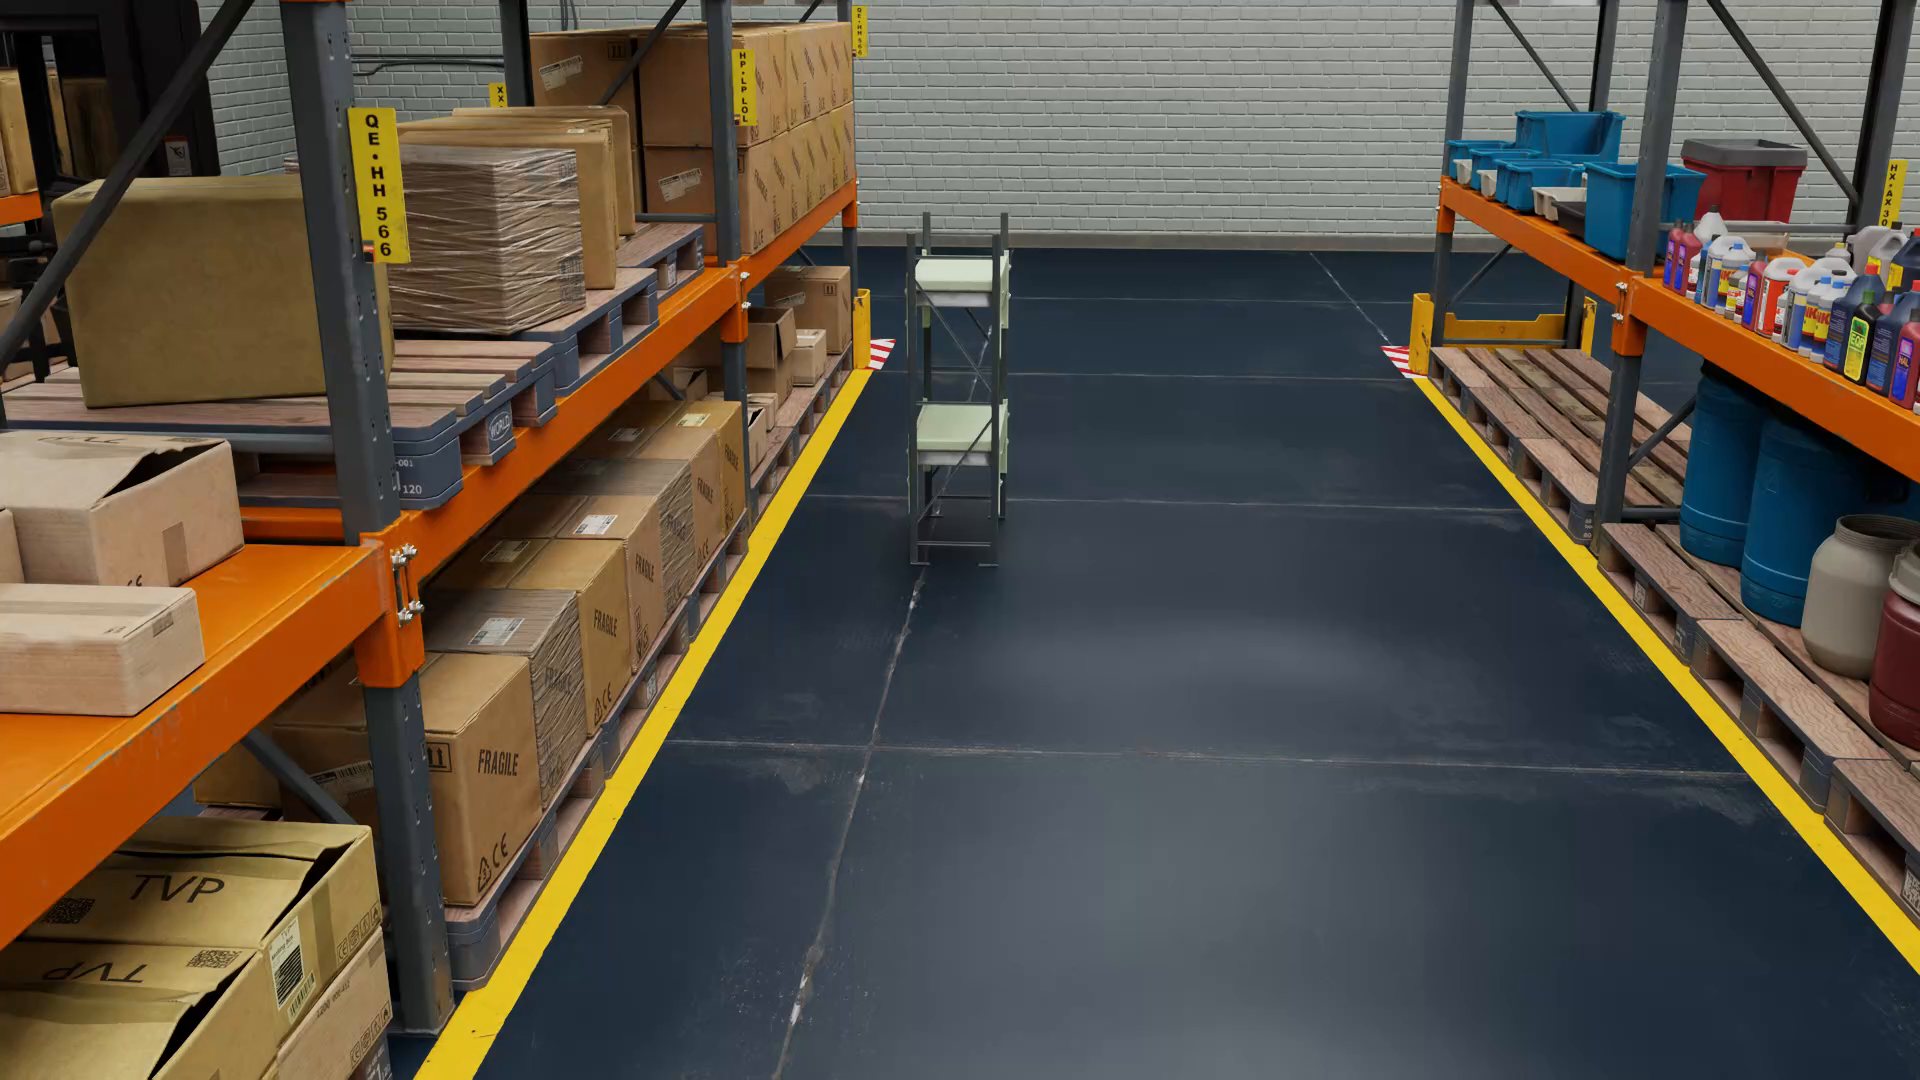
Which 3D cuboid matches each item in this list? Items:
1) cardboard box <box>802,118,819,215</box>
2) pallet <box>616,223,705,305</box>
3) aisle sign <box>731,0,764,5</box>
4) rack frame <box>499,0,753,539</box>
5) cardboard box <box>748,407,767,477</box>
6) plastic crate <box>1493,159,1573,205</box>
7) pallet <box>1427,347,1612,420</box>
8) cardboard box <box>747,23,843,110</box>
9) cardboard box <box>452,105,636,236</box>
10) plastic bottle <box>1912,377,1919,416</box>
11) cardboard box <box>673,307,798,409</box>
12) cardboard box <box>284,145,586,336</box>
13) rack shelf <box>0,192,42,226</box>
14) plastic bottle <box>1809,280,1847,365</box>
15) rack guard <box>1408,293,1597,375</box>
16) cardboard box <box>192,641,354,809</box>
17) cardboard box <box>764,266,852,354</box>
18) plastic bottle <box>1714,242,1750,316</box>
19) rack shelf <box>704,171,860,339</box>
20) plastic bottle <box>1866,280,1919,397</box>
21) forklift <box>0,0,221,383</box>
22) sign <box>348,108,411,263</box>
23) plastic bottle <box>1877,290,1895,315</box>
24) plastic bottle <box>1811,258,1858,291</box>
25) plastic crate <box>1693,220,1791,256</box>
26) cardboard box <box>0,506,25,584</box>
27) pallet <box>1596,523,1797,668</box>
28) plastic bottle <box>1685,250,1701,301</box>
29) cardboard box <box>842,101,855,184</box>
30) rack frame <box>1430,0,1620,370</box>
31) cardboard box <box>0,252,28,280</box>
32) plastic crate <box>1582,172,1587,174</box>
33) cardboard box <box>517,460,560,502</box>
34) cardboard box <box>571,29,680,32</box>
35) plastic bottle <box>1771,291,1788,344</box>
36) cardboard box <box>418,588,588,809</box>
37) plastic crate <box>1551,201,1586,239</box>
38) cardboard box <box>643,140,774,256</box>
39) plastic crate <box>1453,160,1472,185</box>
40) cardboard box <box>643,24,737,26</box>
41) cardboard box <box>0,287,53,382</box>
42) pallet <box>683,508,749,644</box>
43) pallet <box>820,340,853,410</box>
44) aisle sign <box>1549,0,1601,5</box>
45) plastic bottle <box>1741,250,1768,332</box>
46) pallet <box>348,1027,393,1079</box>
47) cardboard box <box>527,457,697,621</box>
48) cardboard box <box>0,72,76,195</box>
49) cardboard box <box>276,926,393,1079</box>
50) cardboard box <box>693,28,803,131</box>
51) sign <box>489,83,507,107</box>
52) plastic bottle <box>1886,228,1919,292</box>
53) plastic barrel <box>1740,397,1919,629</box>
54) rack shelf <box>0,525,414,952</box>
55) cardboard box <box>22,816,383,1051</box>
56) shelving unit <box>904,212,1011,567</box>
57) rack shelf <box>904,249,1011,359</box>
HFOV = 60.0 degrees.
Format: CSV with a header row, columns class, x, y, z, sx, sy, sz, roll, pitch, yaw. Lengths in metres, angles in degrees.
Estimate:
class,x,y,z,sx,sy,sz,roll,pitch,yaw
cardboard box,-1.090,-2.130,9.444,0.500,0.500,0.500,1,18,3
pallet,-1.671,-1.120,6.833,1.003,0.211,1.213,1,18,4
aisle sign,-1.507,-3.963,11.025,0.394,0.787,0.004,1,18,4
rack frame,-1.505,-1.457,7.553,1.000,3.000,0.127,1,18,4
cardboard box,-1.259,-0.514,8.287,0.500,0.311,0.500,1,18,4
plastic crate,3.281,-2.059,9.561,0.416,0.233,0.300,1,18,4
pallet,3.624,-1.008,10.659,1.003,0.211,1.213,1,18,4
cardboard box,-1.012,-2.921,10.254,0.500,0.500,0.500,2,18,5
cardboard box,-1.762,-1.562,7.039,0.700,0.500,0.500,-5,19,-15
plastic bottle,2.844,-0.463,4.837,0.097,0.201,0.097,0,18,0
cardboard box,-1.376,-1.064,9.655,0.797,0.503,0.637,1,18,4
cardboard box,-1.603,-0.940,5.140,0.700,0.500,0.500,5,19,14
rack shelf,-6.303,-1.846,9.895,1.077,0.370,4.000,1,18,4
plastic bottle,2.896,-0.724,5.522,0.097,0.271,0.097,0,18,0
rack guard,3.711,-1.408,11.417,1.175,0.500,0.348,1,18,4
cardboard box,-1.959,0.468,4.985,0.500,0.500,0.500,2,18,6
cardboard box,-1.012,-1.547,11.133,0.500,0.500,0.500,1,18,4
plastic bottle,2.960,-1.000,6.365,0.097,0.271,0.097,0,18,0
rack shelf,-1.362,-1.737,9.561,1.077,0.370,4.000,1,18,4
plastic bottle,2.887,-0.619,5.073,0.144,0.351,0.185,1,18,4
forklift,-4.328,-1.508,7.817,1.130,2.935,3.031,16,24,40
sign,-1.238,-0.754,3.547,0.100,0.325,0.005,1,18,4
plastic bottle,2.917,-0.636,5.233,0.061,0.283,0.133,1,18,4
plastic bottle,3.107,-0.860,5.931,0.152,0.276,0.135,1,18,4
plastic crate,3.611,-1.390,7.676,0.396,0.136,0.243,1,18,4
cardboard box,-2.049,0.101,2.941,0.500,0.311,0.500,1,18,3
pallet,3.338,0.218,6.918,1.003,0.211,1.213,1,18,4
plastic bottle,2.984,-1.069,6.688,0.097,0.201,0.097,0,18,0
cardboard box,-0.979,-2.602,10.886,0.500,0.500,0.500,2,18,6
rack frame,3.722,-2.588,11.004,1.000,3.000,0.127,1,18,4
cardboard box,-6.336,-1.795,10.883,0.380,0.149,0.250,1,18,4
plastic crate,3.809,-2.144,9.977,0.396,0.136,0.243,1,18,4
cardboard box,-1.854,-0.013,6.453,0.500,0.500,0.500,2,18,5
cardboard box,-1.693,-2.302,8.365,0.500,0.500,0.500,1,18,3
plastic bottle,2.920,-0.793,5.845,0.097,0.201,0.097,0,18,0
cardboard box,-1.442,0.466,4.991,0.500,0.500,0.500,1,18,2
plastic crate,3.247,-1.597,8.325,0.437,0.125,0.590,1,18,4
cardboard box,-1.197,-1.657,8.002,0.500,0.500,0.500,2,18,5
plastic crate,3.270,-2.324,10.526,0.250,0.136,0.298,1,18,4
cardboard box,-1.584,-2.773,9.801,0.500,0.500,0.500,2,18,5
cardboard box,-6.181,-1.290,10.381,0.700,0.500,0.500,1,18,2
pallet,-1.526,0.121,7.214,1.003,0.211,1.213,1,18,4
pallet,-1.280,-1.103,10.951,1.003,0.211,1.213,1,18,4
aisle sign,4.019,-3.839,10.647,0.394,0.787,0.004,1,18,4
plastic bottle,2.920,-0.910,6.070,0.061,0.283,0.133,1,18,4
pallet,-1.890,1.365,3.419,1.003,0.211,1.213,1,18,4
cardboard box,-1.335,-0.010,6.444,0.500,0.500,0.500,2,18,5
cardboard box,-6.227,-2.567,10.458,0.980,0.700,0.700,1,18,3
cardboard box,-1.587,1.061,3.610,0.500,0.250,0.500,2,18,5
cardboard box,-1.117,-2.440,8.786,0.500,0.500,0.500,1,18,2
sign,-2.047,-1.879,7.448,0.100,0.325,0.005,1,18,4
plastic bottle,3.538,-0.975,6.161,0.144,0.351,0.185,1,18,4
plastic barrel,3.328,-0.160,6.288,0.600,0.901,0.708,1,18,4
rack shelf,-1.935,0.748,1.978,1.077,0.370,4.000,1,18,4
cardboard box,-1.584,0.794,3.524,0.500,0.311,0.500,2,18,5
shelving unit,0.000,-0.711,7.683,0.431,1.500,0.755,1,18,4
rack shelf,0.000,-1.081,7.562,0.431,0.370,0.720,1,18,4
